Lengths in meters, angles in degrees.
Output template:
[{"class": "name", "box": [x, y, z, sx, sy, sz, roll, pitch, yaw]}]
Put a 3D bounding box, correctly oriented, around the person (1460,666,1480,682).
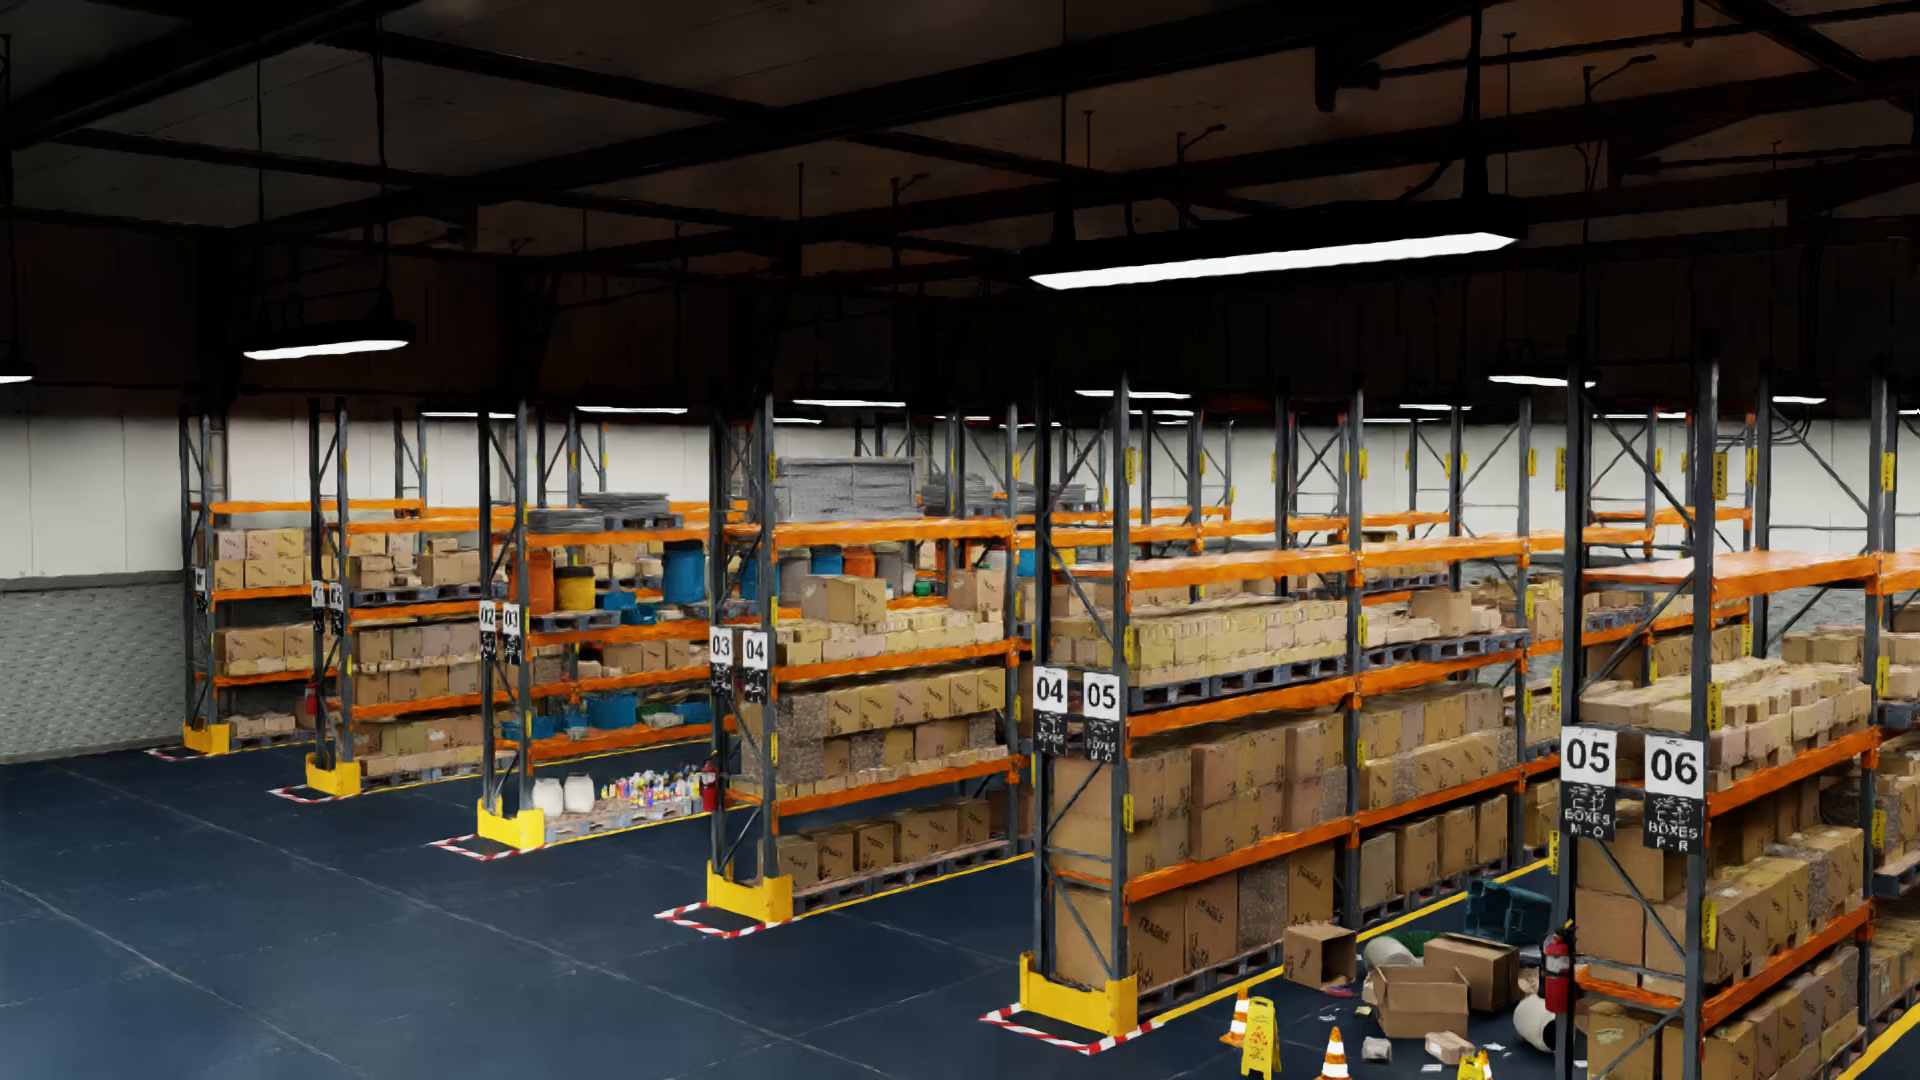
[{"class": "person", "box": [10.305, 2.587, 33.789, 0.489, 1.606, 0.938, 1, 3, 20]}]
